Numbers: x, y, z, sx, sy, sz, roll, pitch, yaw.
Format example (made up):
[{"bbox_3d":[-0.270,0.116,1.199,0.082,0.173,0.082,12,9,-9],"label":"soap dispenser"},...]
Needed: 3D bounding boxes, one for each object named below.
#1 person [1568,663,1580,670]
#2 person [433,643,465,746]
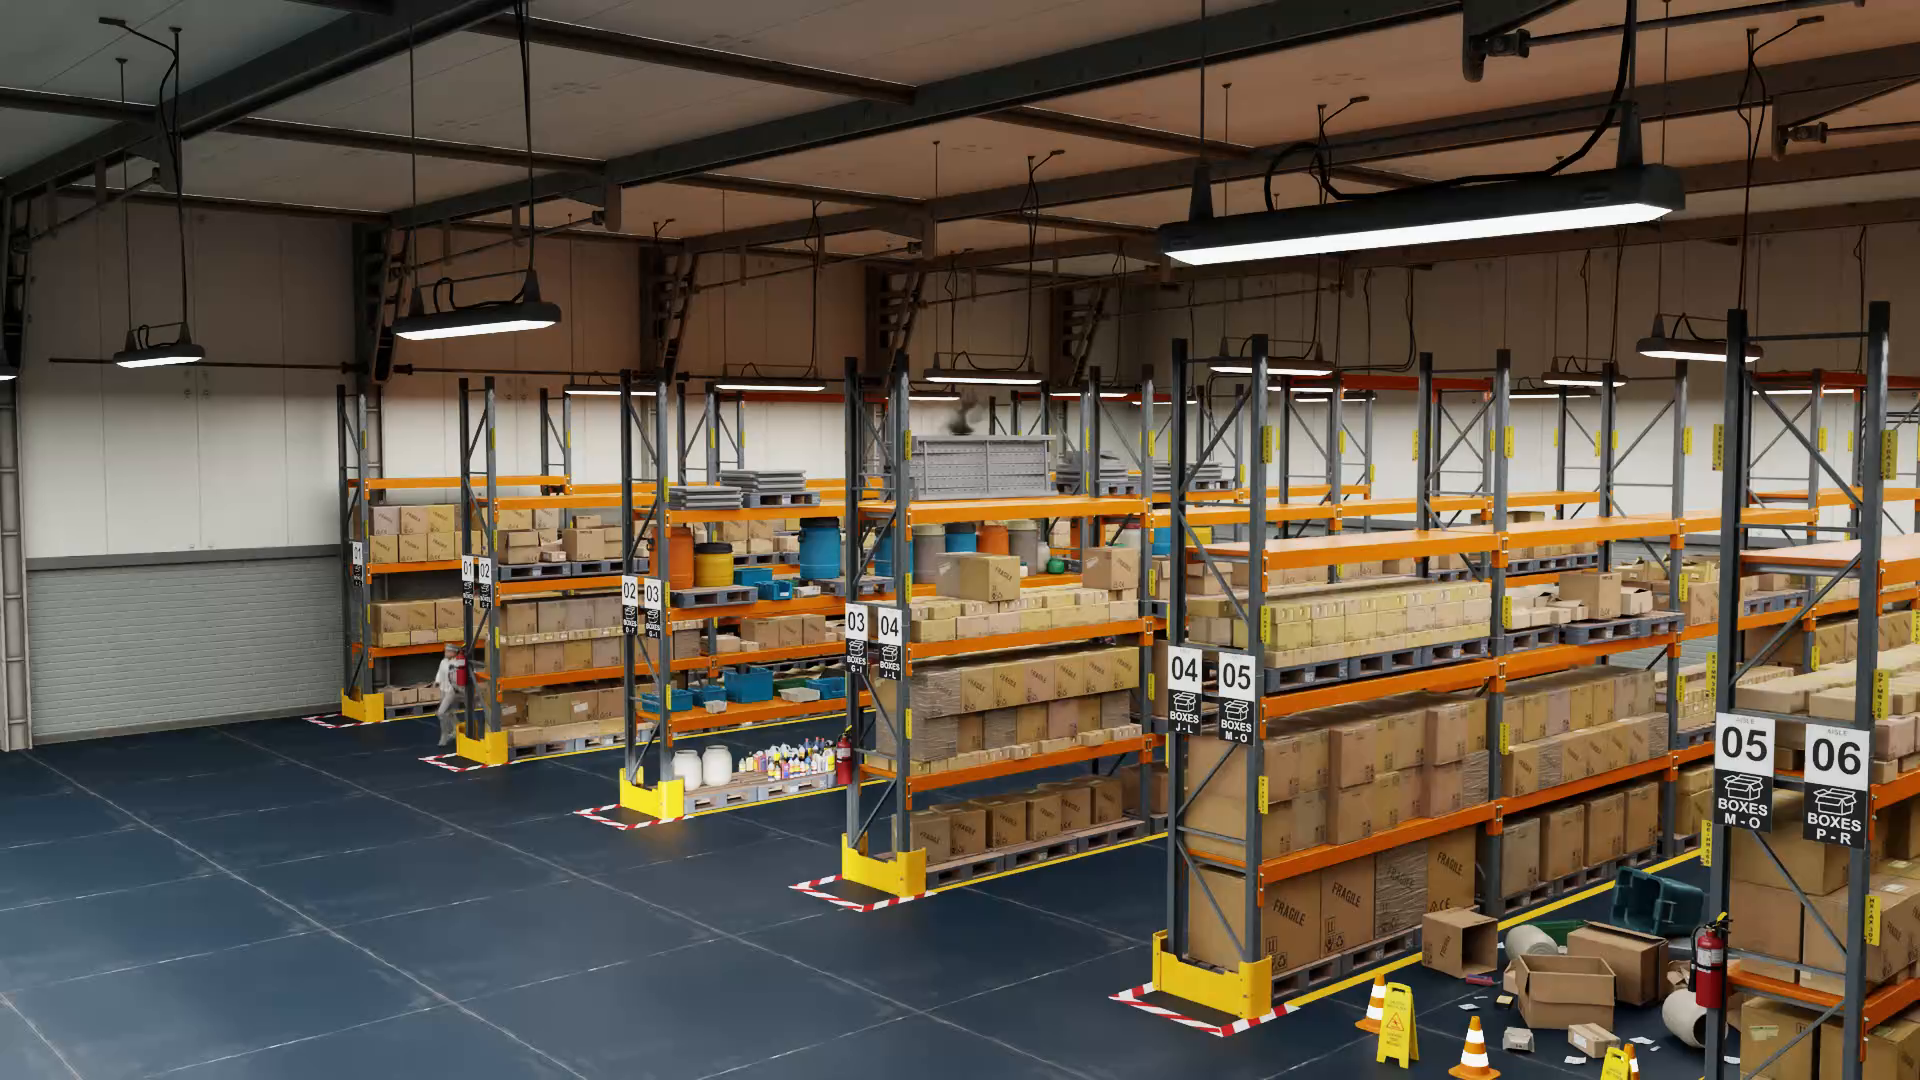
[{"bbox_3d":[9.330,2.698,25.352,0.506,1.645,0.721,3,5,38],"label":"person"},{"bbox_3d":[-8.366,2.544,27.434,0.663,1.737,0.651,3,5,34],"label":"person"}]
